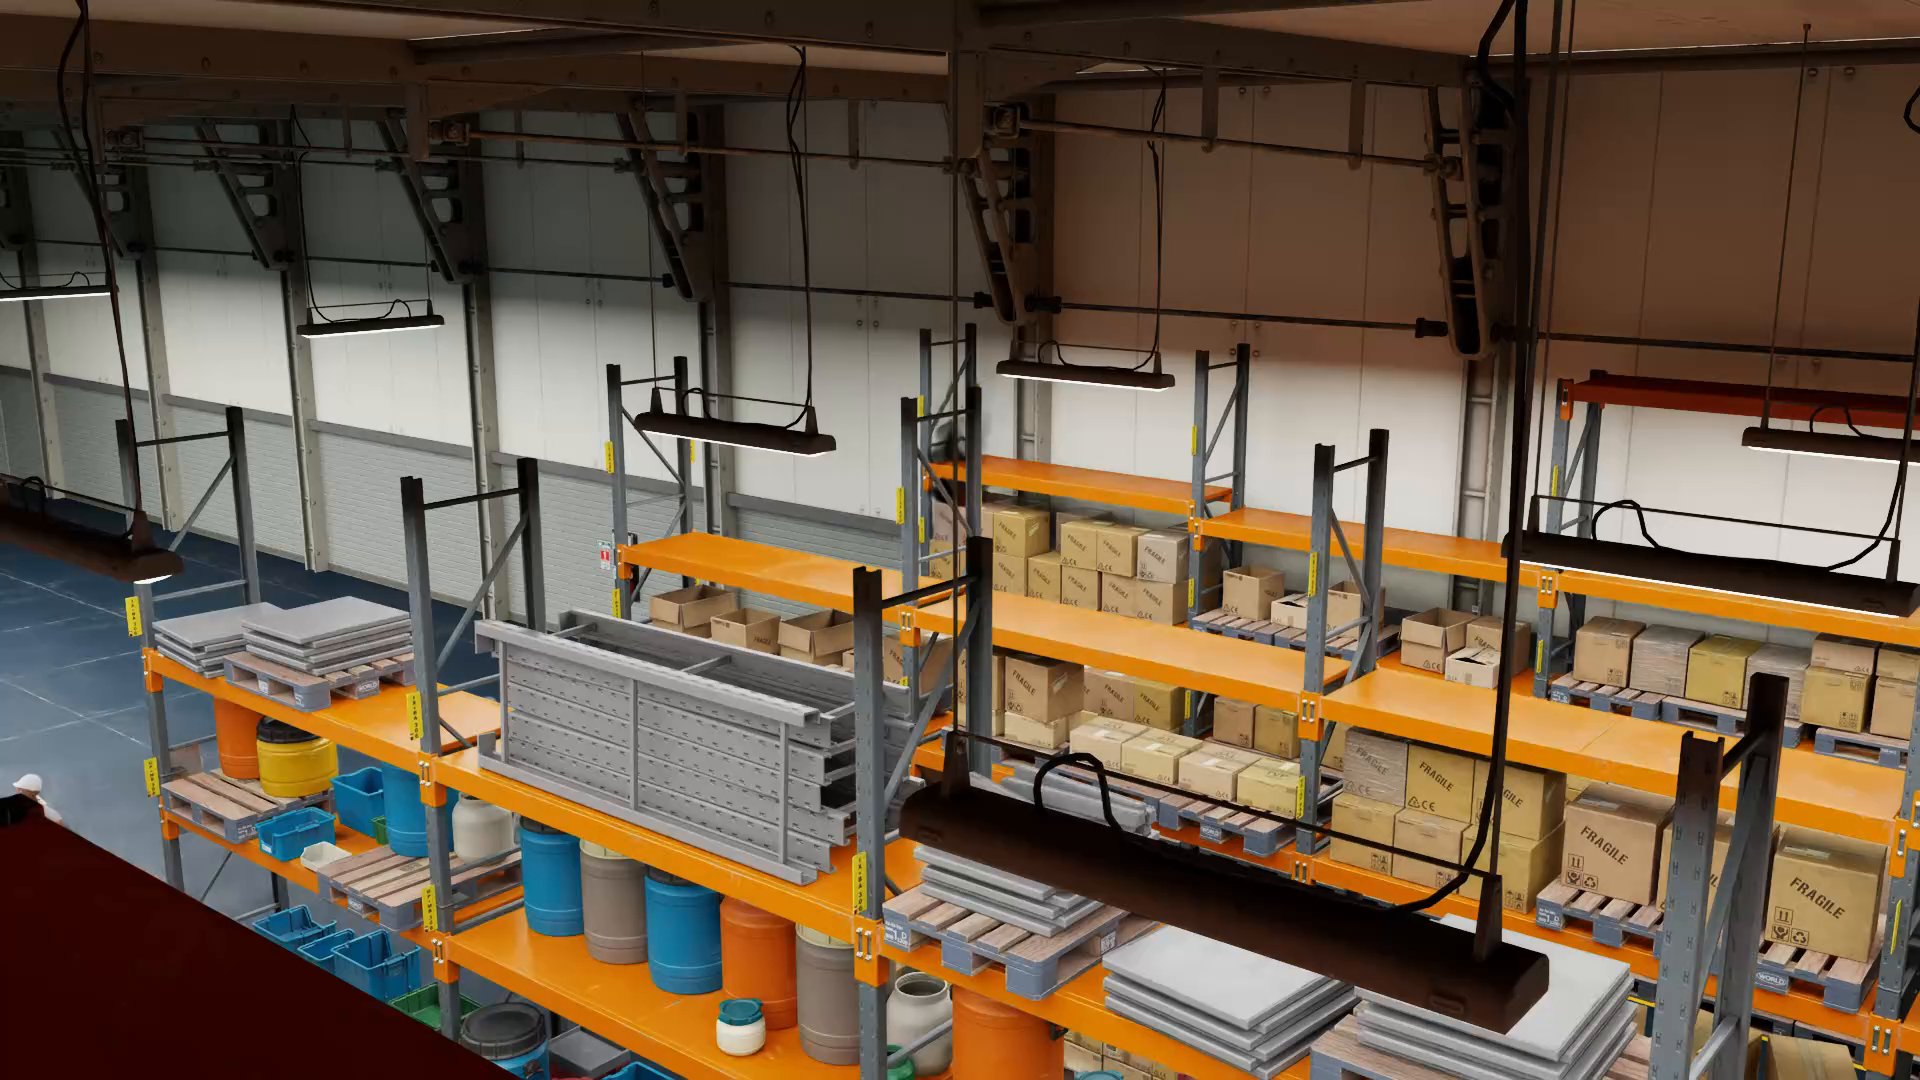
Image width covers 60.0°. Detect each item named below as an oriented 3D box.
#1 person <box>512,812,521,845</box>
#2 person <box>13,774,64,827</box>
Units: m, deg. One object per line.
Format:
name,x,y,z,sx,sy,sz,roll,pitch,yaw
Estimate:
person,-5.006,2.963,19.282,0.946,1.696,0.653,-5,14,-23
person,-9.696,3.338,17.431,0.733,1.841,0.657,-7,15,-30
